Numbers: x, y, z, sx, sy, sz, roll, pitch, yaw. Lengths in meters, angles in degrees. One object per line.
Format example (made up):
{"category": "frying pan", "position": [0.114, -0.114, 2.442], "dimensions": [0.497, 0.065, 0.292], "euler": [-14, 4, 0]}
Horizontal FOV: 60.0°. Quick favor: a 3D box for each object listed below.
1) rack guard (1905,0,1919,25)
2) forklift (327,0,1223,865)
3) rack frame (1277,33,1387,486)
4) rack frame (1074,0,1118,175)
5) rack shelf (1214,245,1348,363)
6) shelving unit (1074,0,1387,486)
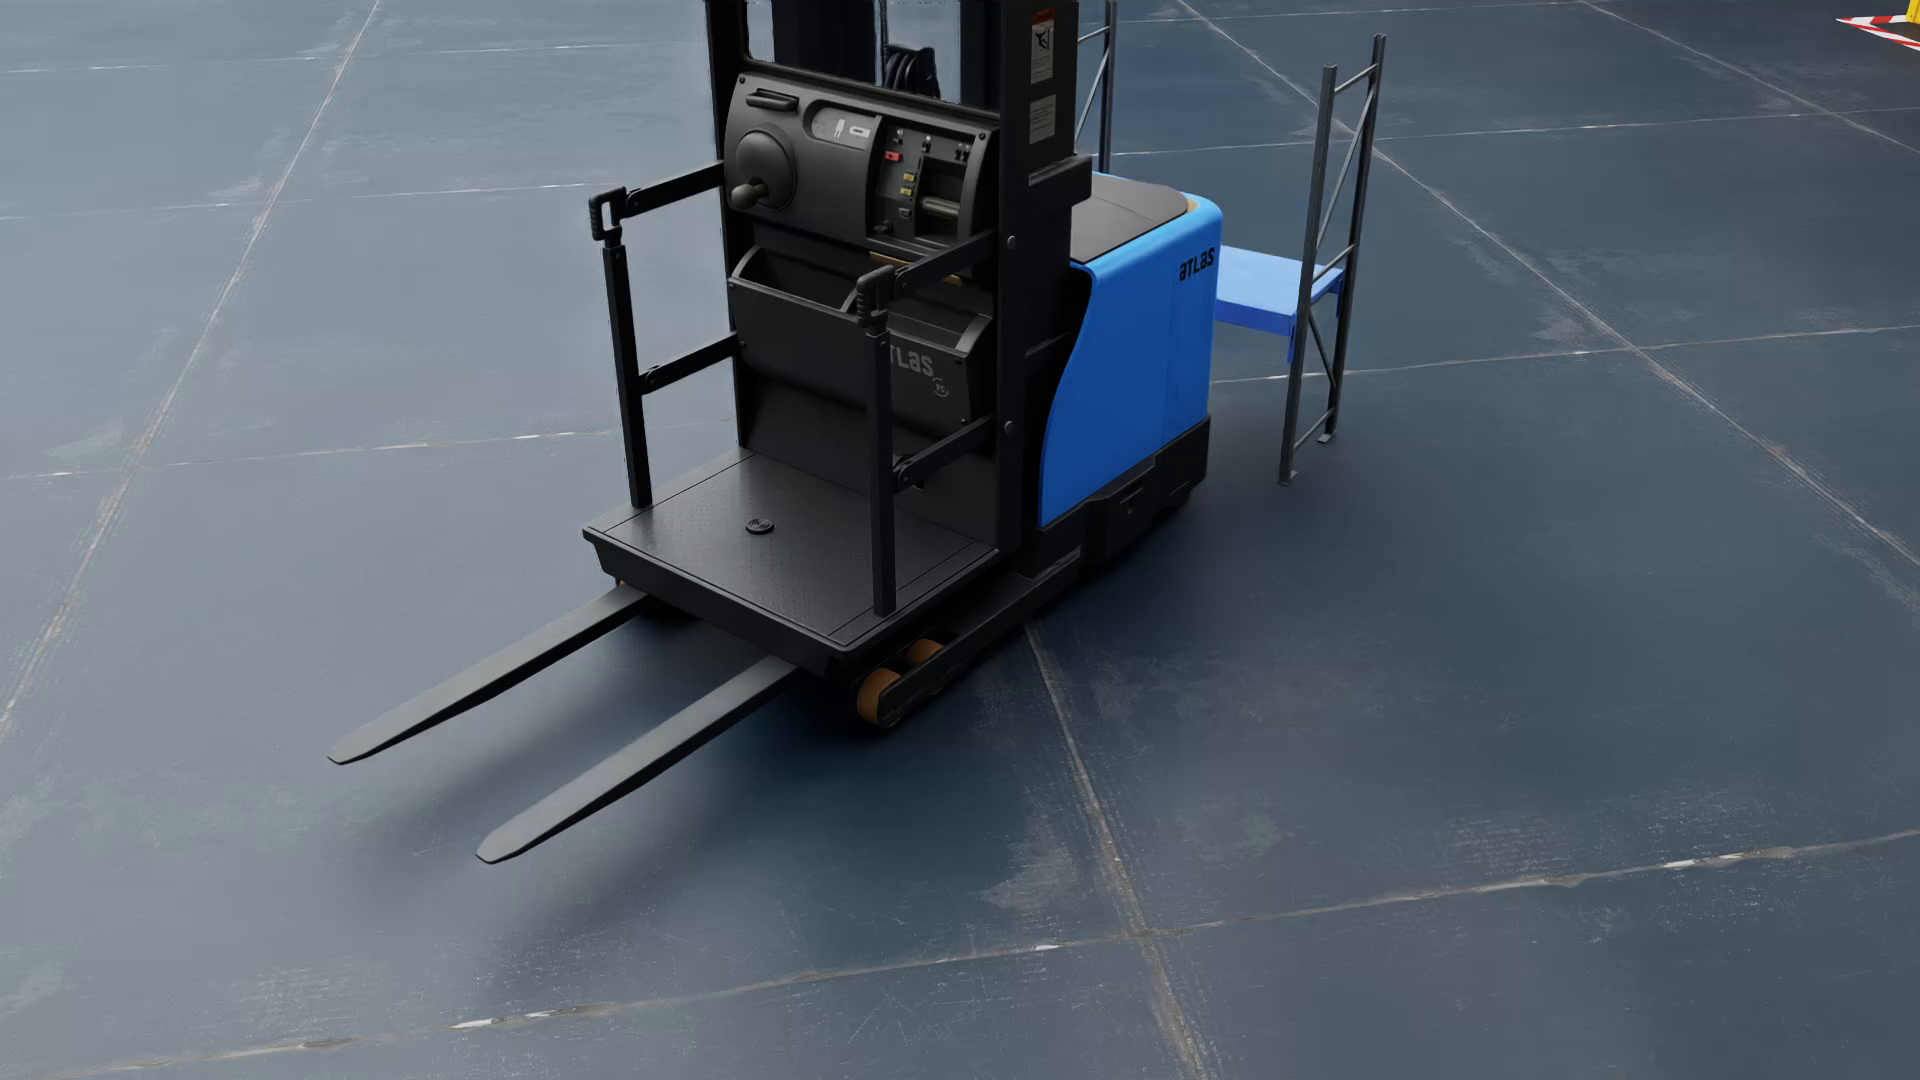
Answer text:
{"category": "rack guard", "position": [7.144, -3.745, 11.541], "dimensions": [0.348, 0.500, 1.175], "euler": [-5, 31, -9]}
{"category": "forklift", "position": [-0.432, -1.013, 4.497], "dimensions": [1.130, 2.935, 3.031], "euler": [22, 37, 32]}
{"category": "rack frame", "position": [1.294, -0.954, 5.809], "dimensions": [0.032, 1.500, 0.500], "euler": [18, 35, 27]}
{"category": "rack frame", "position": [0.431, -1.227, 6.273], "dimensions": [0.032, 1.500, 0.500], "euler": [18, 35, 27]}
{"category": "rack shelf", "position": [0.862, -0.935, 6.132], "dimensions": [1.000, 0.185, 0.538], "euler": [18, 35, 27]}
{"category": "shelving unit", "position": [0.862, -1.090, 6.041], "dimensions": [1.048, 1.500, 0.538], "euler": [18, 35, 27]}
